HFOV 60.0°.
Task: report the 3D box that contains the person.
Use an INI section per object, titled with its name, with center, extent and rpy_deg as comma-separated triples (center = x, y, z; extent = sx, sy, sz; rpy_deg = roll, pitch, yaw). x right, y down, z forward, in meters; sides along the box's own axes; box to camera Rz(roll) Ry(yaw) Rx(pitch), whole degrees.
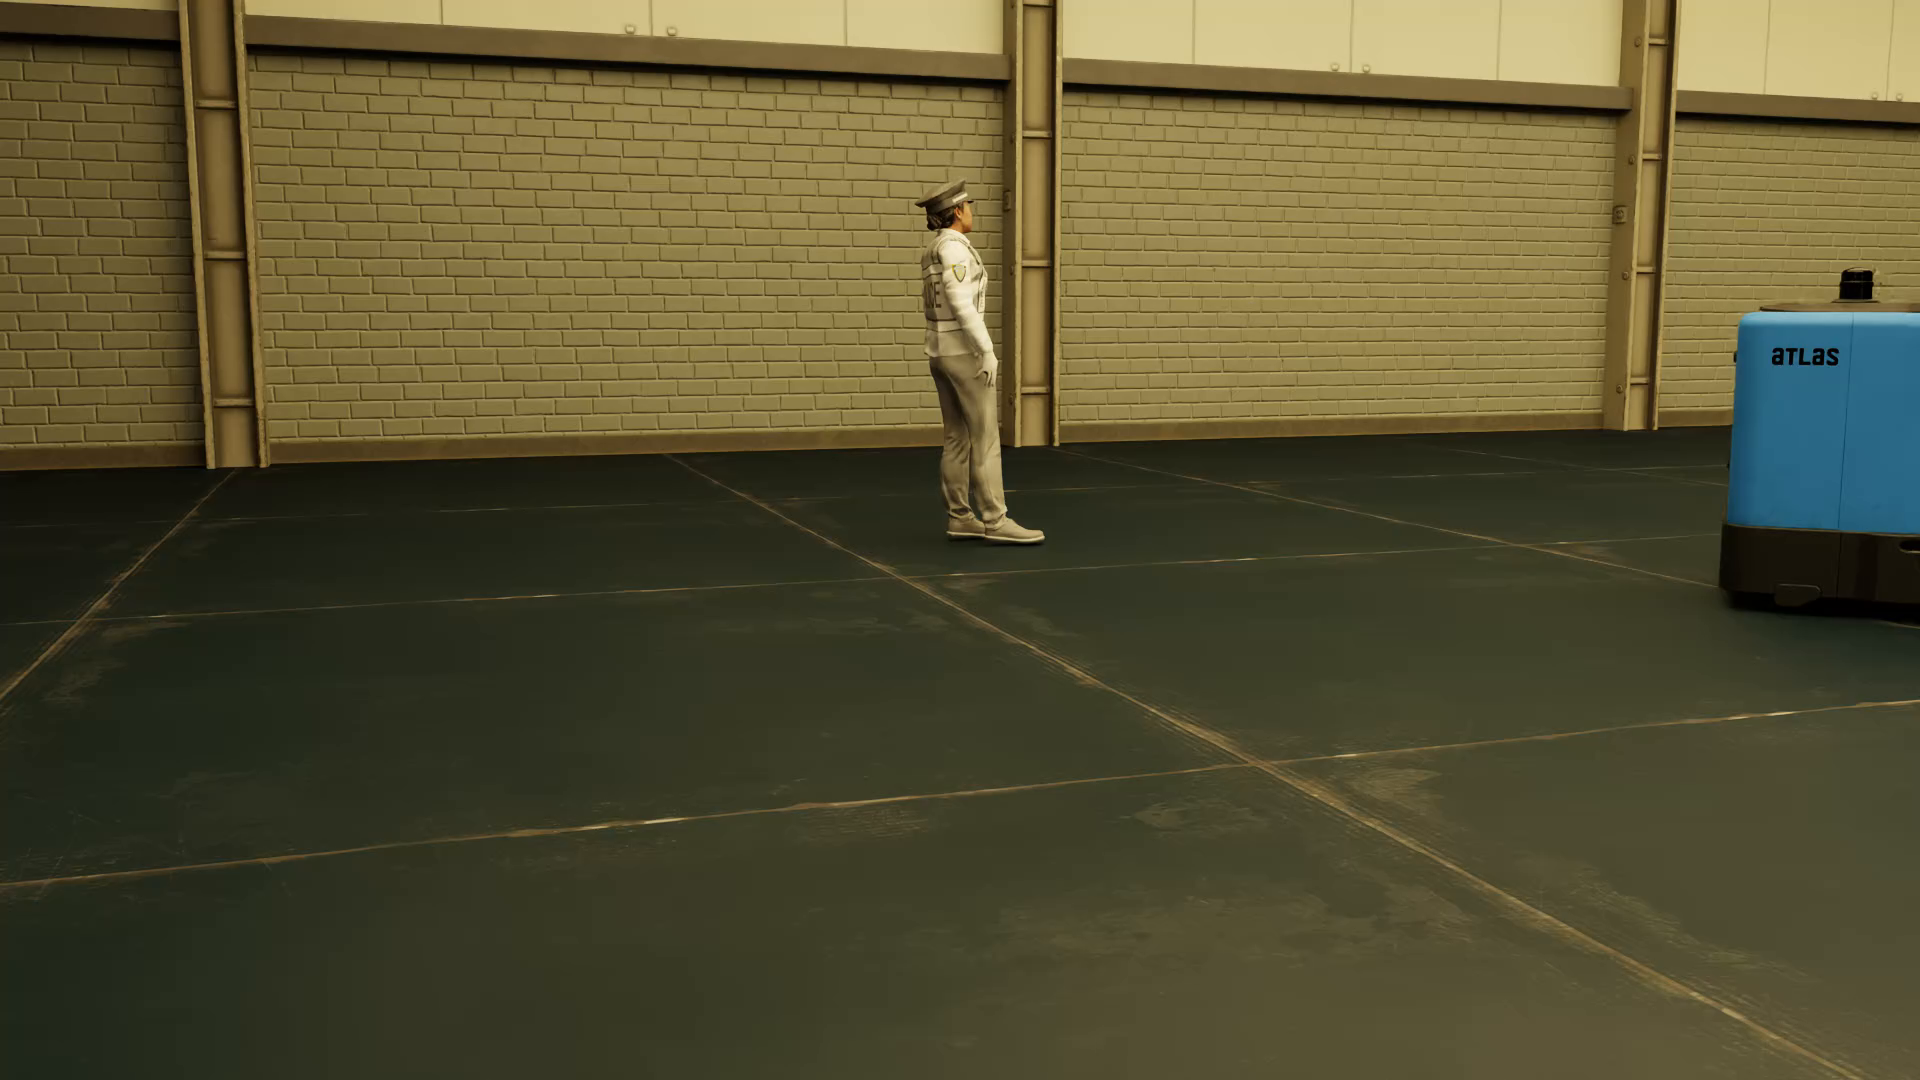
[person]
center = 0.068, -0.849, 7.824
extent = 0.530, 1.694, 0.587
rpy_deg = -3, 8, -18

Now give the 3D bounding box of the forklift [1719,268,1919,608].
[forklift]
center = 4.344, -1.173, 5.673
extent = 3.031, 2.935, 1.130
rpy_deg = 4, 9, 25
